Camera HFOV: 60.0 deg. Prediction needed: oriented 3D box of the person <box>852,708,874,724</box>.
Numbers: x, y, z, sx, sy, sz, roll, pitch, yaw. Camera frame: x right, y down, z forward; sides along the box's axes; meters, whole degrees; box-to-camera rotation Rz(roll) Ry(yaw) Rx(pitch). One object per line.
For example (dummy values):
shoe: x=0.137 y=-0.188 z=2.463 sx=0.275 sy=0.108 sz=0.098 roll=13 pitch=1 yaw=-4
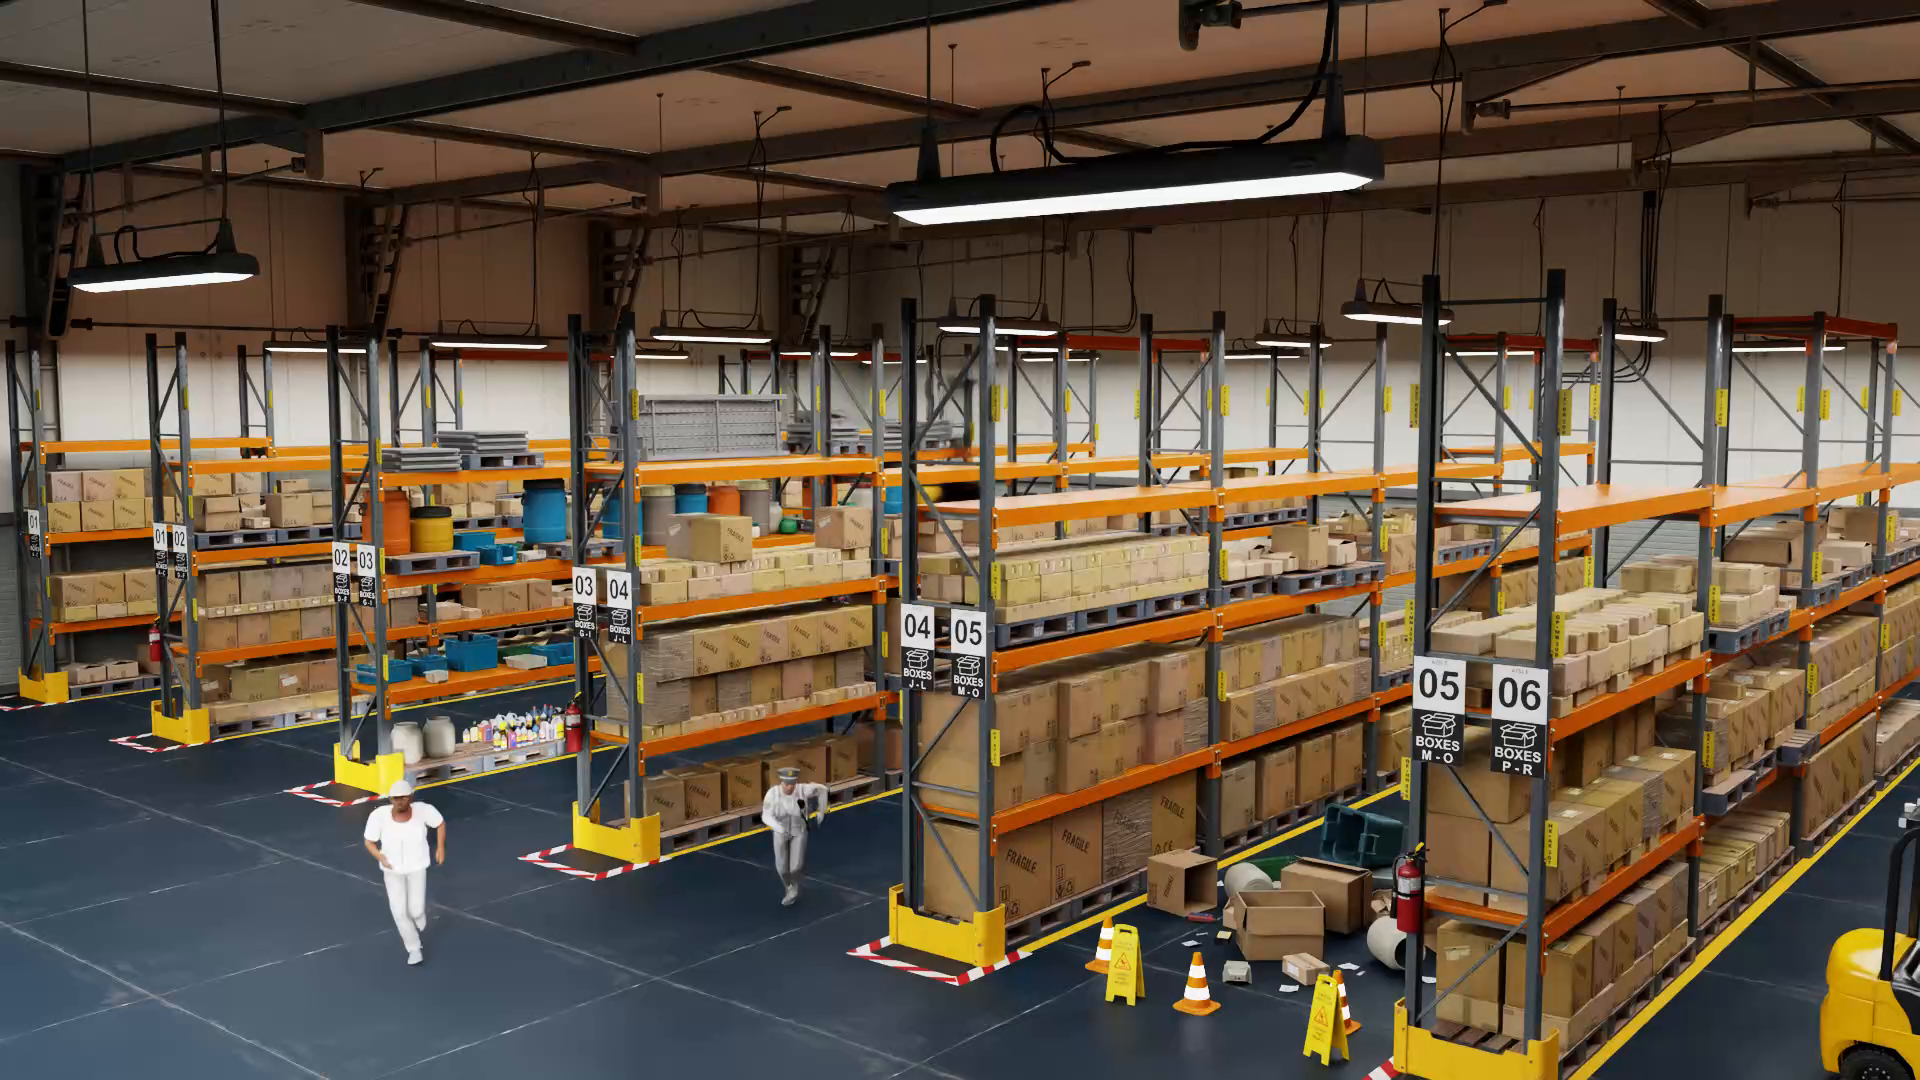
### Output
person: x=-1.325 y=2.165 z=24.062 sx=0.669 sy=1.681 sz=0.760 roll=4 pitch=6 yaw=34

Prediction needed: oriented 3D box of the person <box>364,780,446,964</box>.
person: x=-5.018 y=2.973 z=15.060 sx=0.685 sy=1.704 sz=0.749 roll=-1 pitch=5 yaw=-12

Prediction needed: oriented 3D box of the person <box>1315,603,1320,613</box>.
person: x=5.920 y=1.865 z=27.725 sx=0.581 sy=1.699 sz=0.718 roll=4 pitch=6 yaw=35

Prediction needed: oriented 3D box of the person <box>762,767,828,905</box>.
person: x=-1.628 y=2.939 z=16.453 sx=0.643 sy=1.504 sz=0.842 roll=0 pitch=5 yaw=-3
